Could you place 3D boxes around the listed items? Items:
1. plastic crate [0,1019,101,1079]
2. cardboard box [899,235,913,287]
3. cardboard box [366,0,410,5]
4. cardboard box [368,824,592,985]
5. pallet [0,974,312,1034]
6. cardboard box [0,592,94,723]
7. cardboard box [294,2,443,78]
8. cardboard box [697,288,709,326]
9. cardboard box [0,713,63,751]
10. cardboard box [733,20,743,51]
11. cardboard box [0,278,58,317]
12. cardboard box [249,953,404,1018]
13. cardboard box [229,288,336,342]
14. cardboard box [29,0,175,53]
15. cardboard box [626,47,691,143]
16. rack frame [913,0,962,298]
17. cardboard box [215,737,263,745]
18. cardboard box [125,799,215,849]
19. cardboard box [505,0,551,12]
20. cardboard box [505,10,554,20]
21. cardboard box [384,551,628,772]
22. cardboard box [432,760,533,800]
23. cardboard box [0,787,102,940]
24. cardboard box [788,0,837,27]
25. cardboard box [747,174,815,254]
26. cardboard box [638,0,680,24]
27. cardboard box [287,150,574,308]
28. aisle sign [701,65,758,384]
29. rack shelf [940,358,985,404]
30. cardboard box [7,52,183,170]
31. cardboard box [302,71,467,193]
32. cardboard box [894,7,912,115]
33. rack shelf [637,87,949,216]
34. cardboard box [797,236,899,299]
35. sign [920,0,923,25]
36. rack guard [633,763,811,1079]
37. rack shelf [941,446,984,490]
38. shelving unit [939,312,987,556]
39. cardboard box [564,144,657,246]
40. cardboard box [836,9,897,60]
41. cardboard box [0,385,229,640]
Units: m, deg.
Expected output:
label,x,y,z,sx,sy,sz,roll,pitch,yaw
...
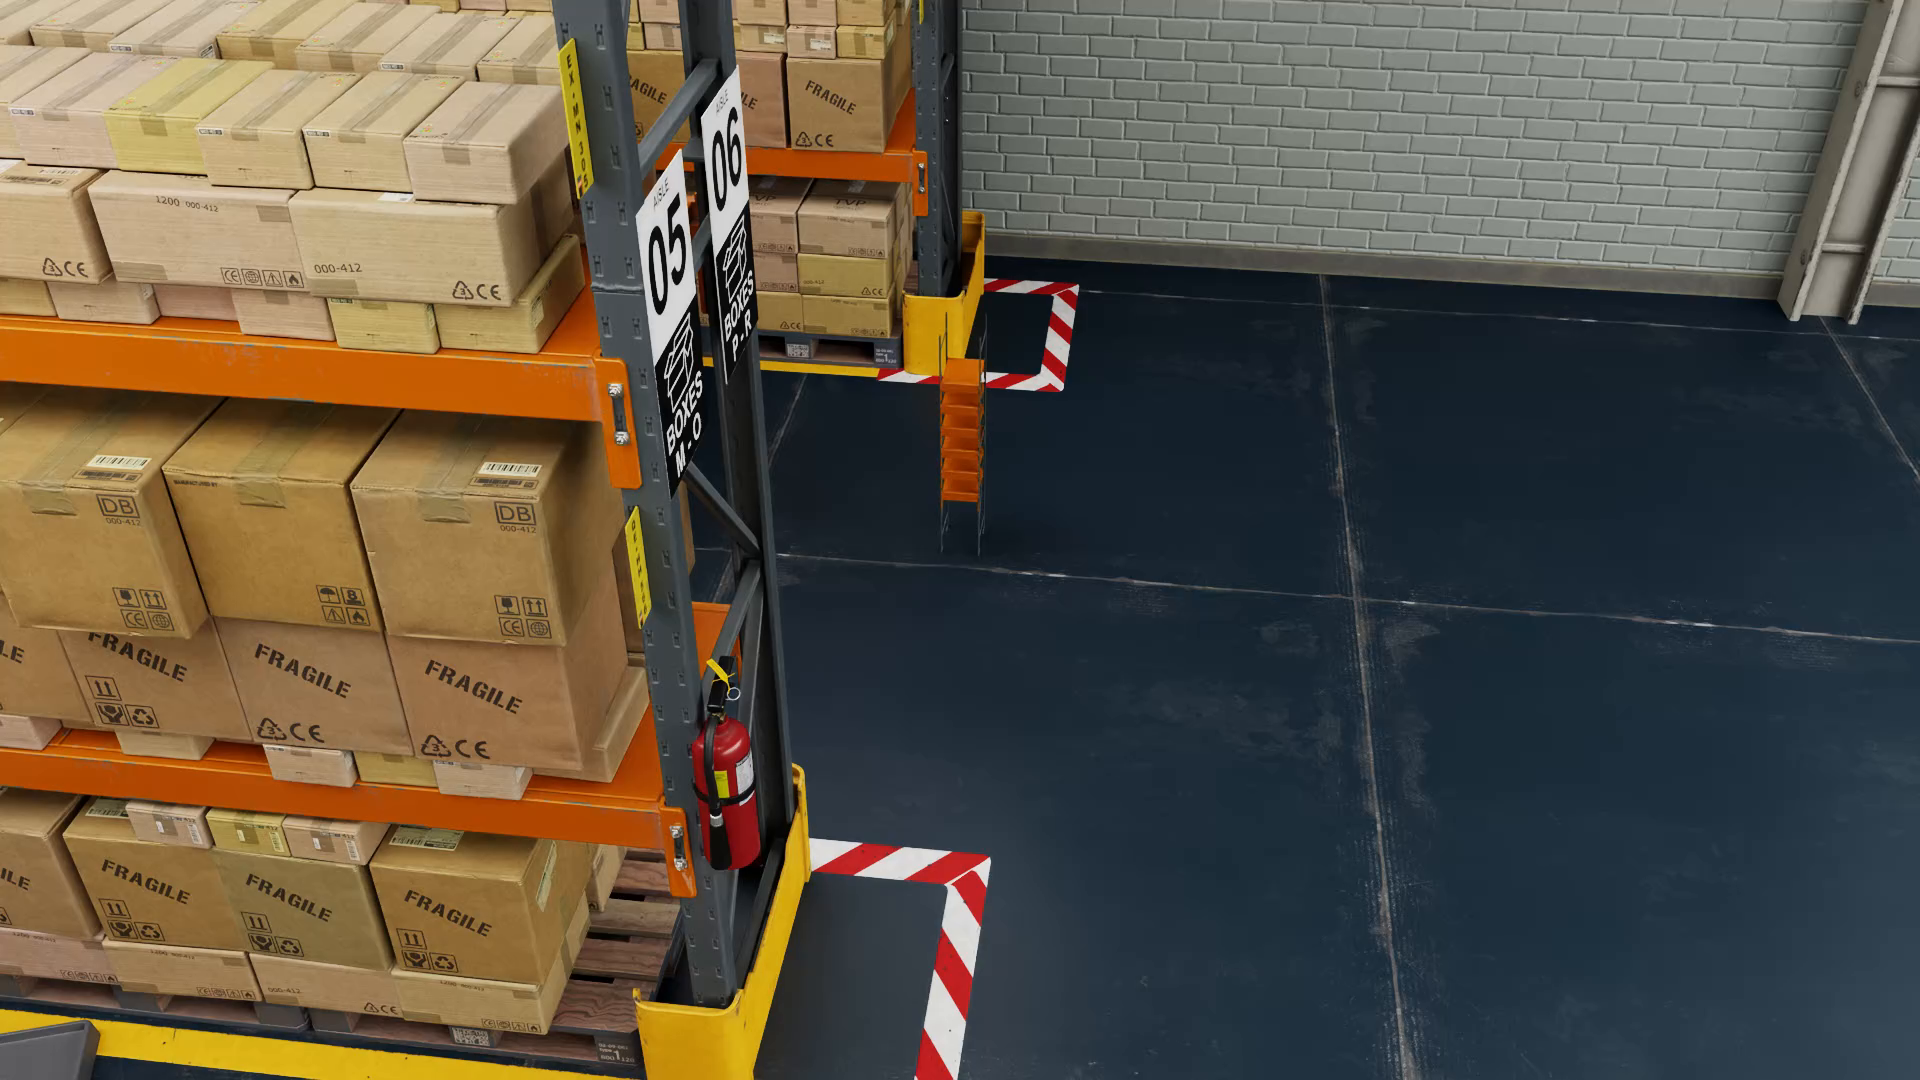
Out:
label,x,y,z,sx,sy,sz,roll,pitch,yaw
plastic crate,-3.254,1.836,5.608,0.583,0.080,0.402,-7,36,-10
cardboard box,-0.573,-1.706,10.064,0.500,0.250,0.500,4,36,6
cardboard box,-3.033,-2.973,8.933,0.250,0.149,0.380,5,36,7
cardboard box,-1.567,1.089,5.502,0.500,0.500,0.500,4,36,6
pallet,-2.823,1.312,6.230,1.213,0.211,1.003,4,36,6
cardboard box,-2.805,0.185,5.067,0.500,0.500,0.500,5,36,7
cardboard box,-1.558,-1.295,4.431,0.250,0.149,0.380,4,36,6
cardboard box,-1.604,-1.494,9.767,0.500,0.250,0.500,5,36,6
cardboard box,-2.914,0.472,5.223,0.250,0.149,0.380,4,36,6
cardboard box,-1.242,-2.755,8.884,0.250,0.149,0.380,4,36,6
cardboard box,-2.396,-0.740,4.338,0.250,0.149,0.380,3,36,5
cardboard box,-2.088,1.356,5.774,0.500,0.250,0.500,4,36,6
cardboard box,-1.639,-0.668,4.237,0.250,0.149,0.380,5,36,7
cardboard box,-2.304,-1.387,4.558,0.250,0.149,0.380,5,36,7
cardboard box,-1.654,-2.512,9.102,0.500,0.500,0.500,4,36,5
rack frame,-0.111,-2.505,9.178,0.127,3.000,1.000,4,36,6
cardboard box,-2.150,0.465,5.232,0.250,0.149,0.380,5,36,7
cardboard box,-2.450,0.796,5.355,0.250,0.149,0.380,6,36,8
cardboard box,-2.263,-2.975,8.935,0.250,0.149,0.380,4,36,6
cardboard box,-2.265,-2.805,8.953,0.250,0.149,0.380,4,36,5
cardboard box,-1.313,0.312,4.889,0.500,0.500,0.500,4,36,5
cardboard box,-1.403,0.598,5.046,0.250,0.149,0.380,4,36,5
cardboard box,-3.110,0.974,5.664,0.500,0.500,0.500,6,36,8
cardboard box,-0.742,-2.836,8.742,0.250,0.149,0.380,4,36,6
cardboard box,-1.115,-1.853,9.409,0.500,0.250,0.500,5,36,7
cardboard box,-1.515,-2.857,8.770,0.250,0.149,0.380,5,36,7
cardboard box,-1.281,-0.808,4.092,0.500,0.250,0.500,4,36,5
aisle sign,-0.639,-0.877,4.659,0.004,0.787,0.394,4,36,6
rack shelf,0.014,-0.744,7.717,0.180,0.103,0.258,4,36,6
cardboard box,-2.106,-1.063,4.105,0.250,0.149,0.380,4,36,6
cardboard box,-1.364,-0.984,3.995,0.250,0.149,0.380,5,36,7
cardboard box,-0.567,-2.743,9.425,0.500,0.500,0.500,5,36,7
rack shelf,-2.095,-2.360,9.594,4.000,0.370,1.077,4,36,6
cardboard box,-0.634,-1.616,9.508,0.500,0.250,0.500,4,36,5
sign,-0.194,-2.761,8.336,0.005,0.325,0.100,4,36,6
rack guard,-0.815,1.367,5.904,0.348,0.500,1.175,4,36,6
rack shelf,0.014,-0.353,7.995,0.180,0.103,0.258,4,36,6
shelving unit,0.014,-0.487,7.900,0.189,1.200,0.258,4,36,6
cardboard box,-1.027,-0.975,4.668,0.250,0.149,0.380,4,36,6
cardboard box,-0.491,-2.674,8.770,0.250,0.149,0.380,5,36,7
cardboard box,-2.294,-0.146,4.669,0.500,0.500,0.700,4,36,5
